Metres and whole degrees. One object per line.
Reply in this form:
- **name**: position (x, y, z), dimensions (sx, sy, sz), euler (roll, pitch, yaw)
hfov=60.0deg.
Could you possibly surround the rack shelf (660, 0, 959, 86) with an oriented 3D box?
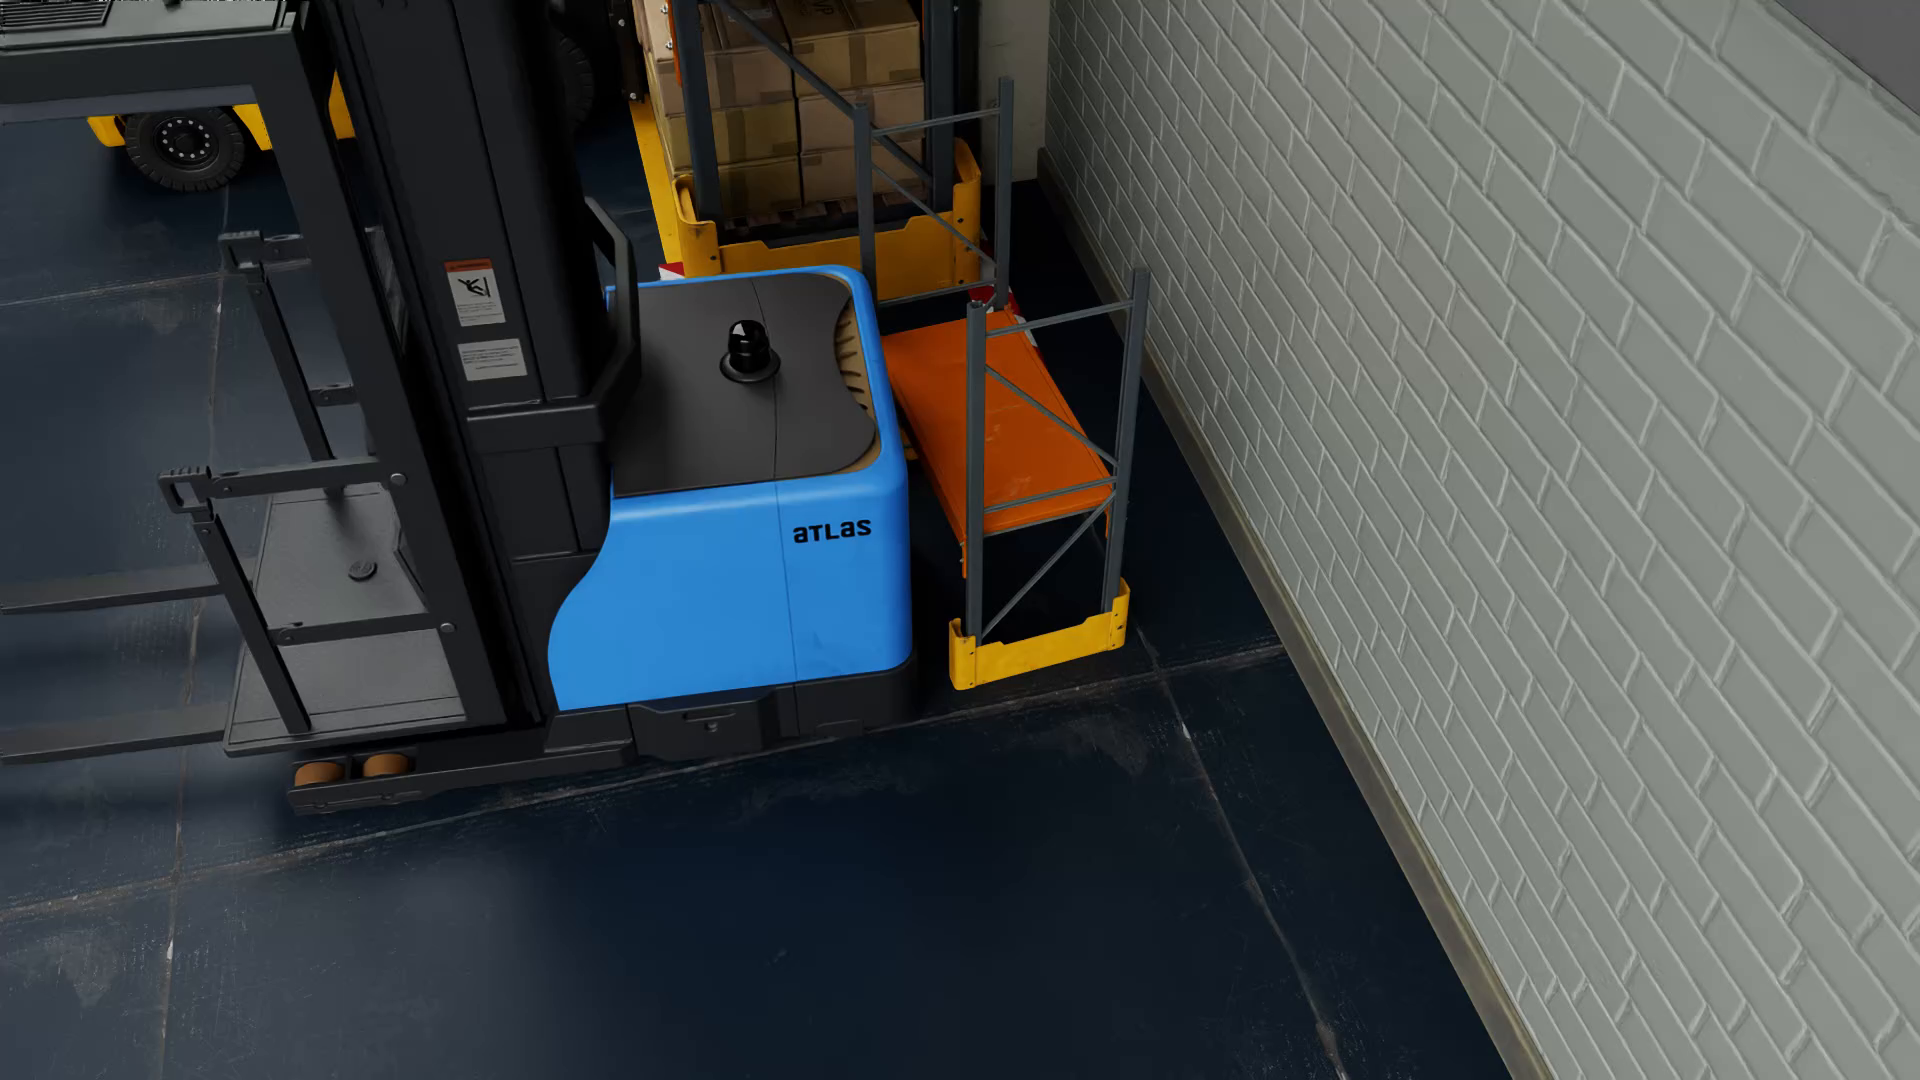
- **rack shelf**: position (-1.032, -3.239, 7.328), dimensions (1.077, 0.370, 4.000), euler (-11, 47, -10)

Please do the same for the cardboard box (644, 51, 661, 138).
- **cardboard box**: position (-1.064, -1.907, 7.149), dimensions (0.500, 0.250, 0.500), euler (-11, 47, -10)

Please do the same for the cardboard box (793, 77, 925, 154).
- **cardboard box**: position (-0.439, -1.833, 6.727), dimensions (0.500, 0.250, 0.500), euler (-10, 46, -10)

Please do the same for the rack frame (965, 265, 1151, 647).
- **rack frame**: position (0.258, -0.128, 4.825), dimensions (0.500, 1.500, 0.032), euler (-14, 47, -13)

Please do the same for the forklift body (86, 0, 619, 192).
- **forklift body**: position (-2.769, -2.789, 6.977), dimensions (2.313, 2.155, 1.214), euler (-11, 47, -10)

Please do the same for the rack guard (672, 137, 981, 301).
- **rack guard**: position (-0.514, -1.219, 6.594), dimensions (1.175, 0.500, 0.348), euler (-11, 47, -10)

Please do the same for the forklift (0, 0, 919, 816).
- **forklift**: position (-1.692, -0.620, 4.305), dimensions (3.031, 2.935, 1.130), euler (-7, 46, -6)

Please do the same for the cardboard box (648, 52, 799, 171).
- **cardboard box**: position (-0.947, -1.749, 6.645), dimensions (0.500, 0.250, 0.500), euler (-11, 47, -11)

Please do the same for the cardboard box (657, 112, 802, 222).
- **cardboard box**: position (-0.945, -1.562, 6.811), dimensions (0.500, 0.250, 0.500), euler (-10, 46, -10)

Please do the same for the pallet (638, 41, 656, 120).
- **pallet**: position (-1.065, -2.495, 8.048), dimensions (1.003, 0.211, 1.213), euler (-11, 47, -10)

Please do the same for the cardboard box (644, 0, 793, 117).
- **cardboard box**: position (-0.939, -1.906, 6.449), dimensions (0.500, 0.250, 0.500), euler (-9, 46, -9)

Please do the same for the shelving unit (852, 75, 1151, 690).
- **shelving unit**: position (0.087, -0.476, 5.167), dimensions (0.587, 1.500, 1.083), euler (-14, 47, -13)

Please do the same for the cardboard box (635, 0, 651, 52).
- **cardboard box**: position (-1.076, -2.257, 6.793), dimensions (0.500, 0.250, 0.500), euler (-10, 46, -10)

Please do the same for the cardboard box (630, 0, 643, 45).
- **cardboard box**: position (-1.217, -2.450, 7.332), dimensions (0.500, 0.250, 0.500), euler (-12, 47, -11)

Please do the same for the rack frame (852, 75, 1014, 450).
- **rack frame**: position (-0.077, -0.813, 5.497), dimensions (0.500, 1.500, 0.032), euler (-14, 47, -13)

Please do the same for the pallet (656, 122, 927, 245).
- **pallet**: position (-0.756, -1.655, 7.224), dimensions (1.003, 0.211, 1.213), euler (-11, 47, -10)

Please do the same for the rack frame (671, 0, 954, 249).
- **rack frame**: position (-0.520, -2.110, 5.718), dimensions (1.000, 3.000, 0.127), euler (-11, 47, -10)

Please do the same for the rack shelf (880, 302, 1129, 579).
- **rack shelf**: position (0.090, -0.344, 5.289), dimensions (0.538, 0.185, 1.000), euler (-14, 47, -13)

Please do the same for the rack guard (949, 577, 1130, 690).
- **rack guard**: position (0.251, 0.297, 5.284), dimensions (0.587, 0.250, 0.087), euler (-14, 47, -13)

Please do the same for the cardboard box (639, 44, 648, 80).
- **cardboard box**: position (-1.183, -2.254, 7.490), dimensions (0.500, 0.250, 0.500), euler (-10, 46, -10)

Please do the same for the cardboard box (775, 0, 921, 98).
- **cardboard box**: position (-0.460, -2.011, 6.552), dimensions (0.500, 0.250, 0.500), euler (-11, 47, -11)

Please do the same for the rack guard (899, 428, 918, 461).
- **rack guard**: position (-0.077, -0.375, 5.942), dimensions (0.587, 0.250, 0.087), euler (-14, 47, -13)

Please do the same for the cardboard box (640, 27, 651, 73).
- **cardboard box**: position (-1.065, -2.097, 6.986), dimensions (0.500, 0.250, 0.500), euler (-11, 47, -11)

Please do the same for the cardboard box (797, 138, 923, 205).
- **cardboard box**: position (-0.456, -1.670, 6.917), dimensions (0.500, 0.250, 0.500), euler (-11, 47, -10)

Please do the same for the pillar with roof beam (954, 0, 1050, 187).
- **pillar with roof beam**: position (-3.988, -4.069, 3.437), dimensions (9.100, 9.000, 0.400), euler (-11, 47, -10)
